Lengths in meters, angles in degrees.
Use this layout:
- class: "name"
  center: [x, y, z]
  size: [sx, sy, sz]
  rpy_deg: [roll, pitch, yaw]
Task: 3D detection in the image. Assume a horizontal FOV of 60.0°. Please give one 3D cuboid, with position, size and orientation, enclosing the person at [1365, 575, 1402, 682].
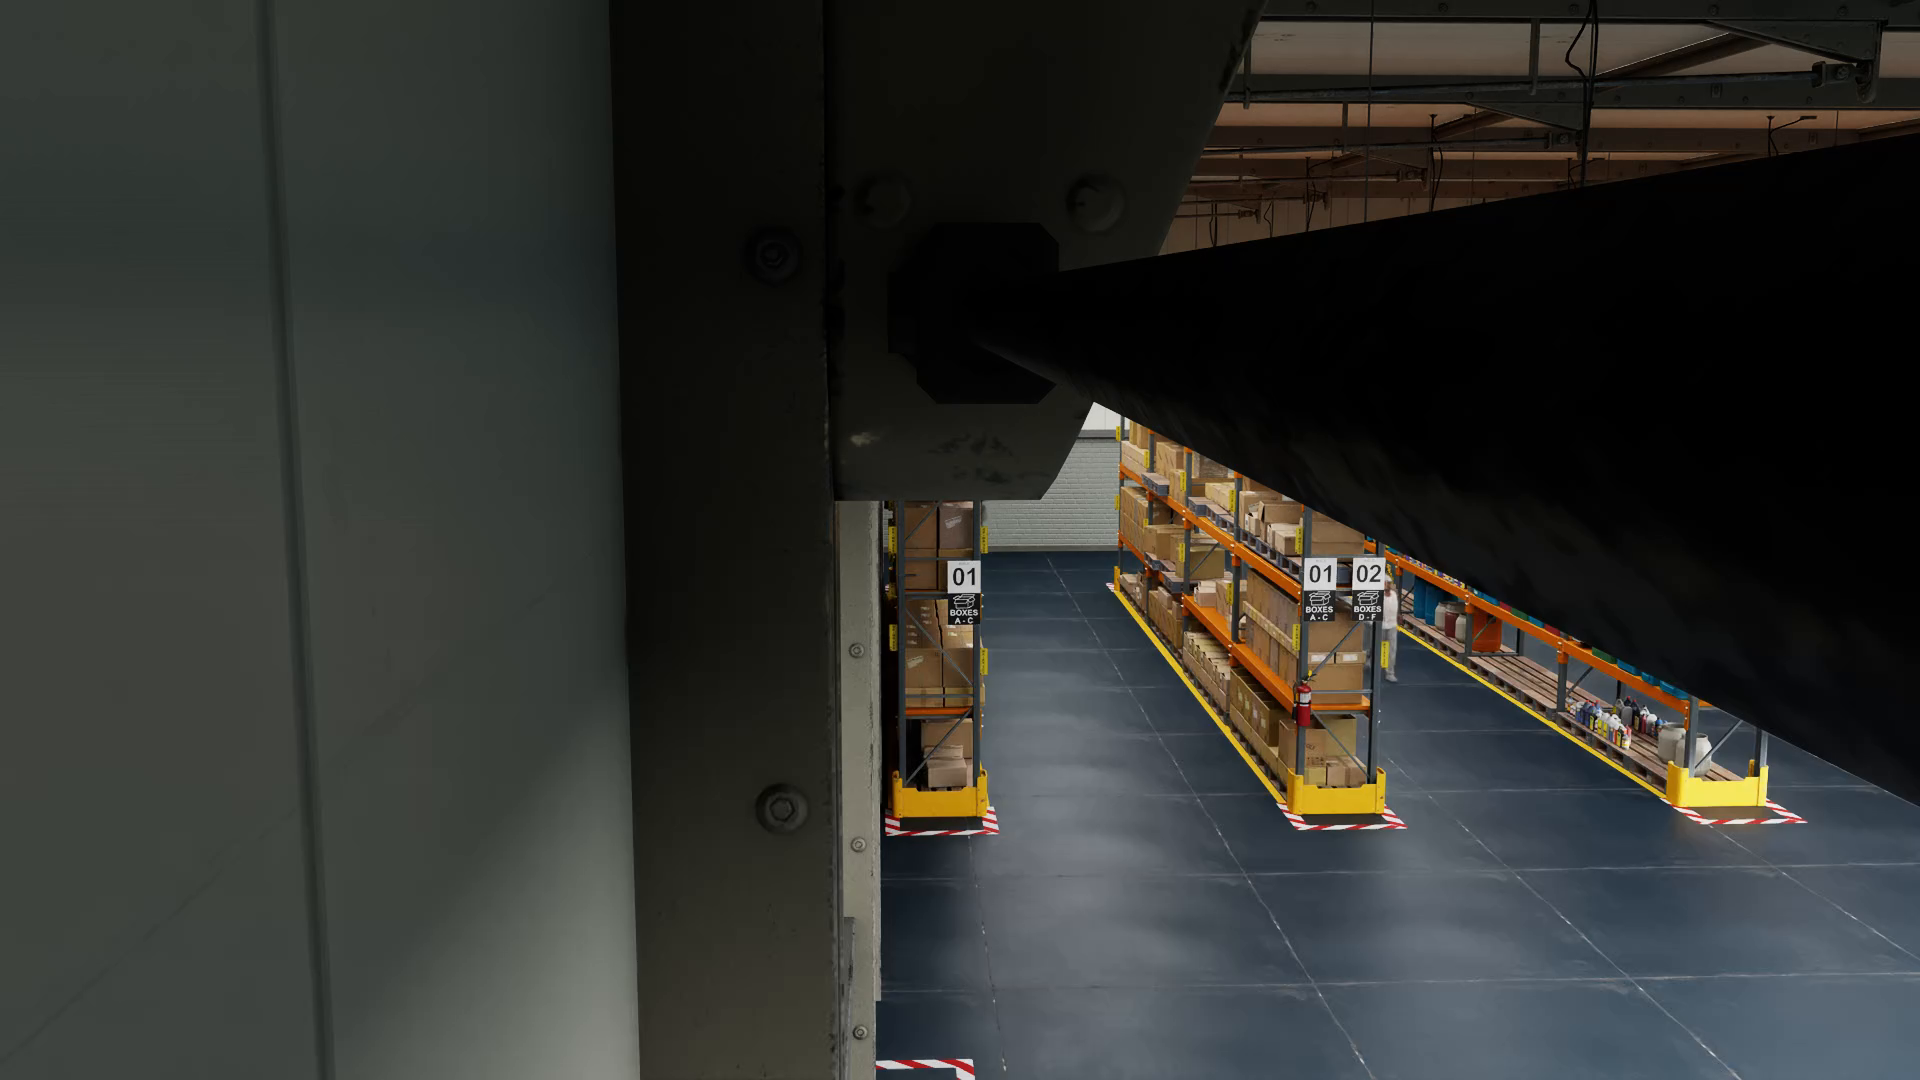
- class: "person"
  center: [7.112, 1.453, 27.876]
  size: [0.699, 1.752, 0.923]
  rpy_deg: [-2, 9, -16]
